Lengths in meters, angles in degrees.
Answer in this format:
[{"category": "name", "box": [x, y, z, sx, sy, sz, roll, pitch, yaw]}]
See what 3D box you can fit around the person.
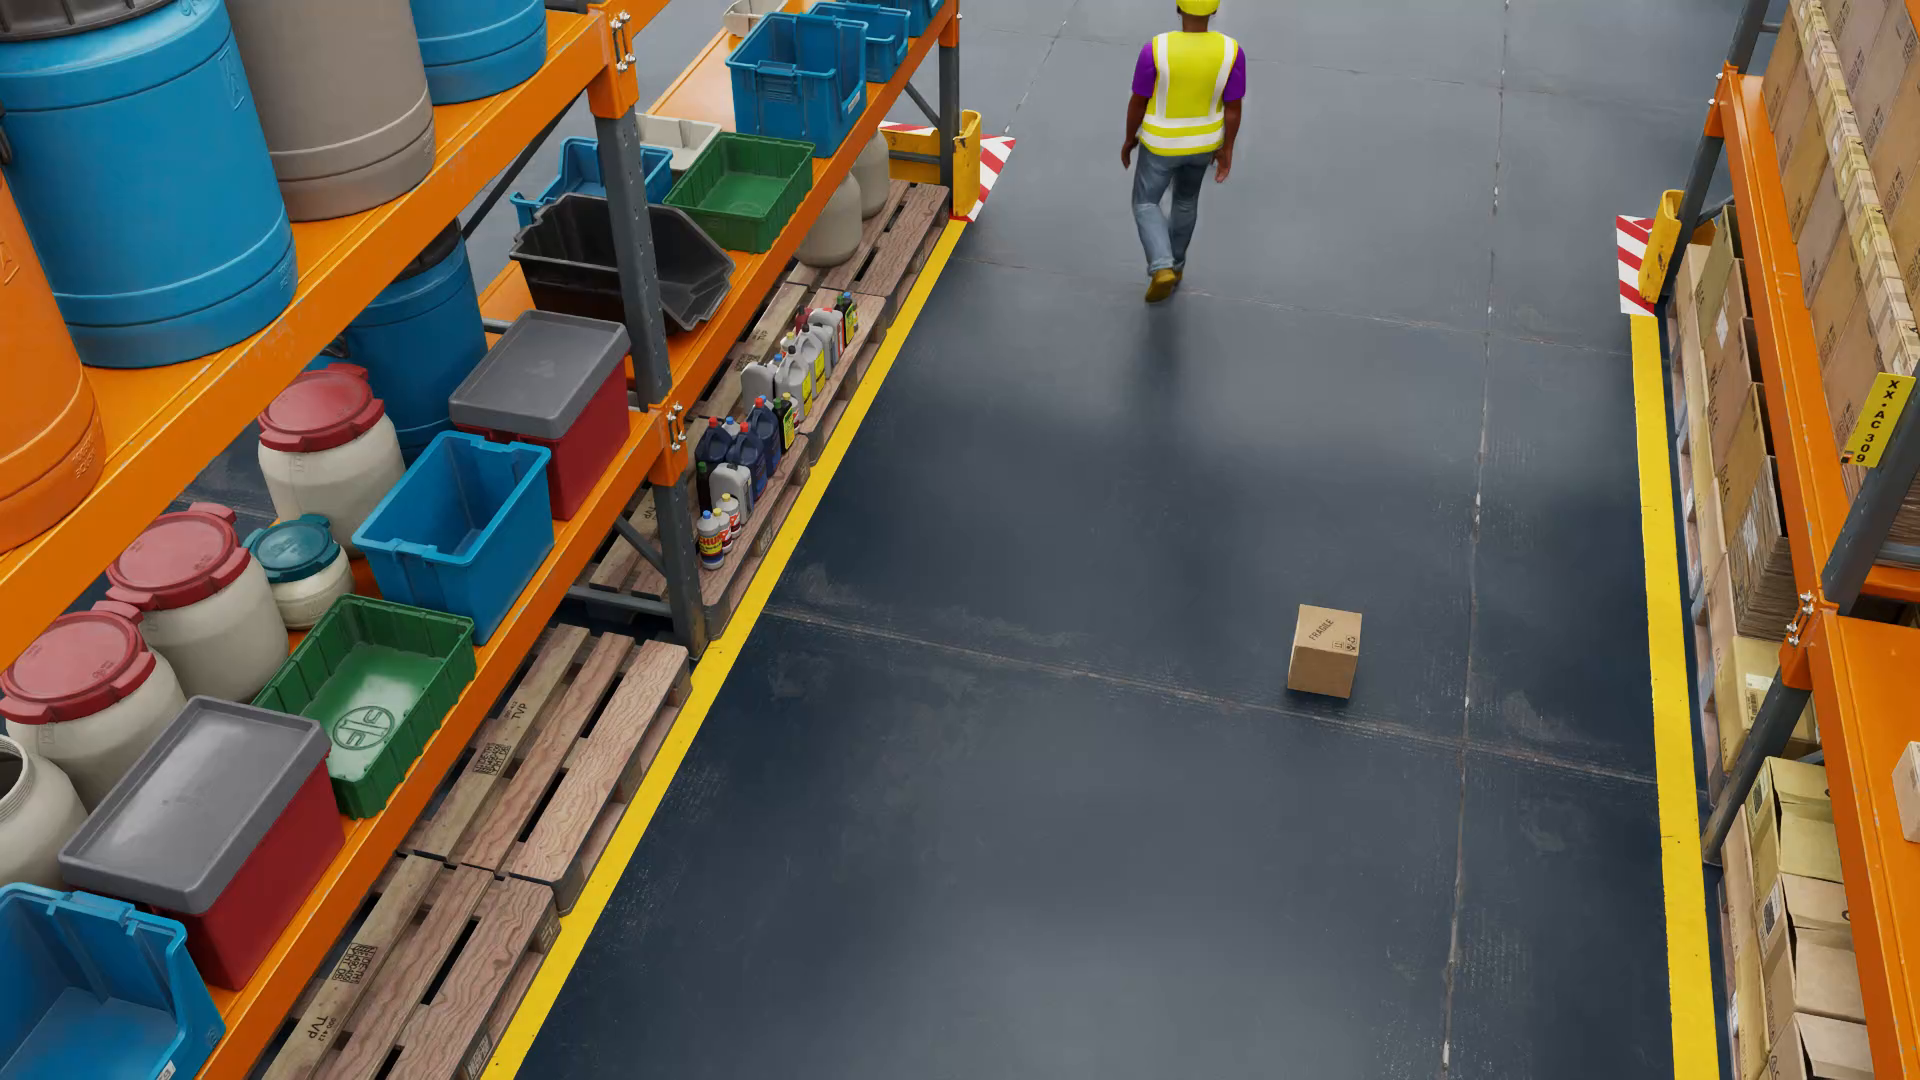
[{"category": "person", "box": [1.121, -2.018, 8.453, 0.575, 1.749, 0.759, -4, 41, -5]}]
